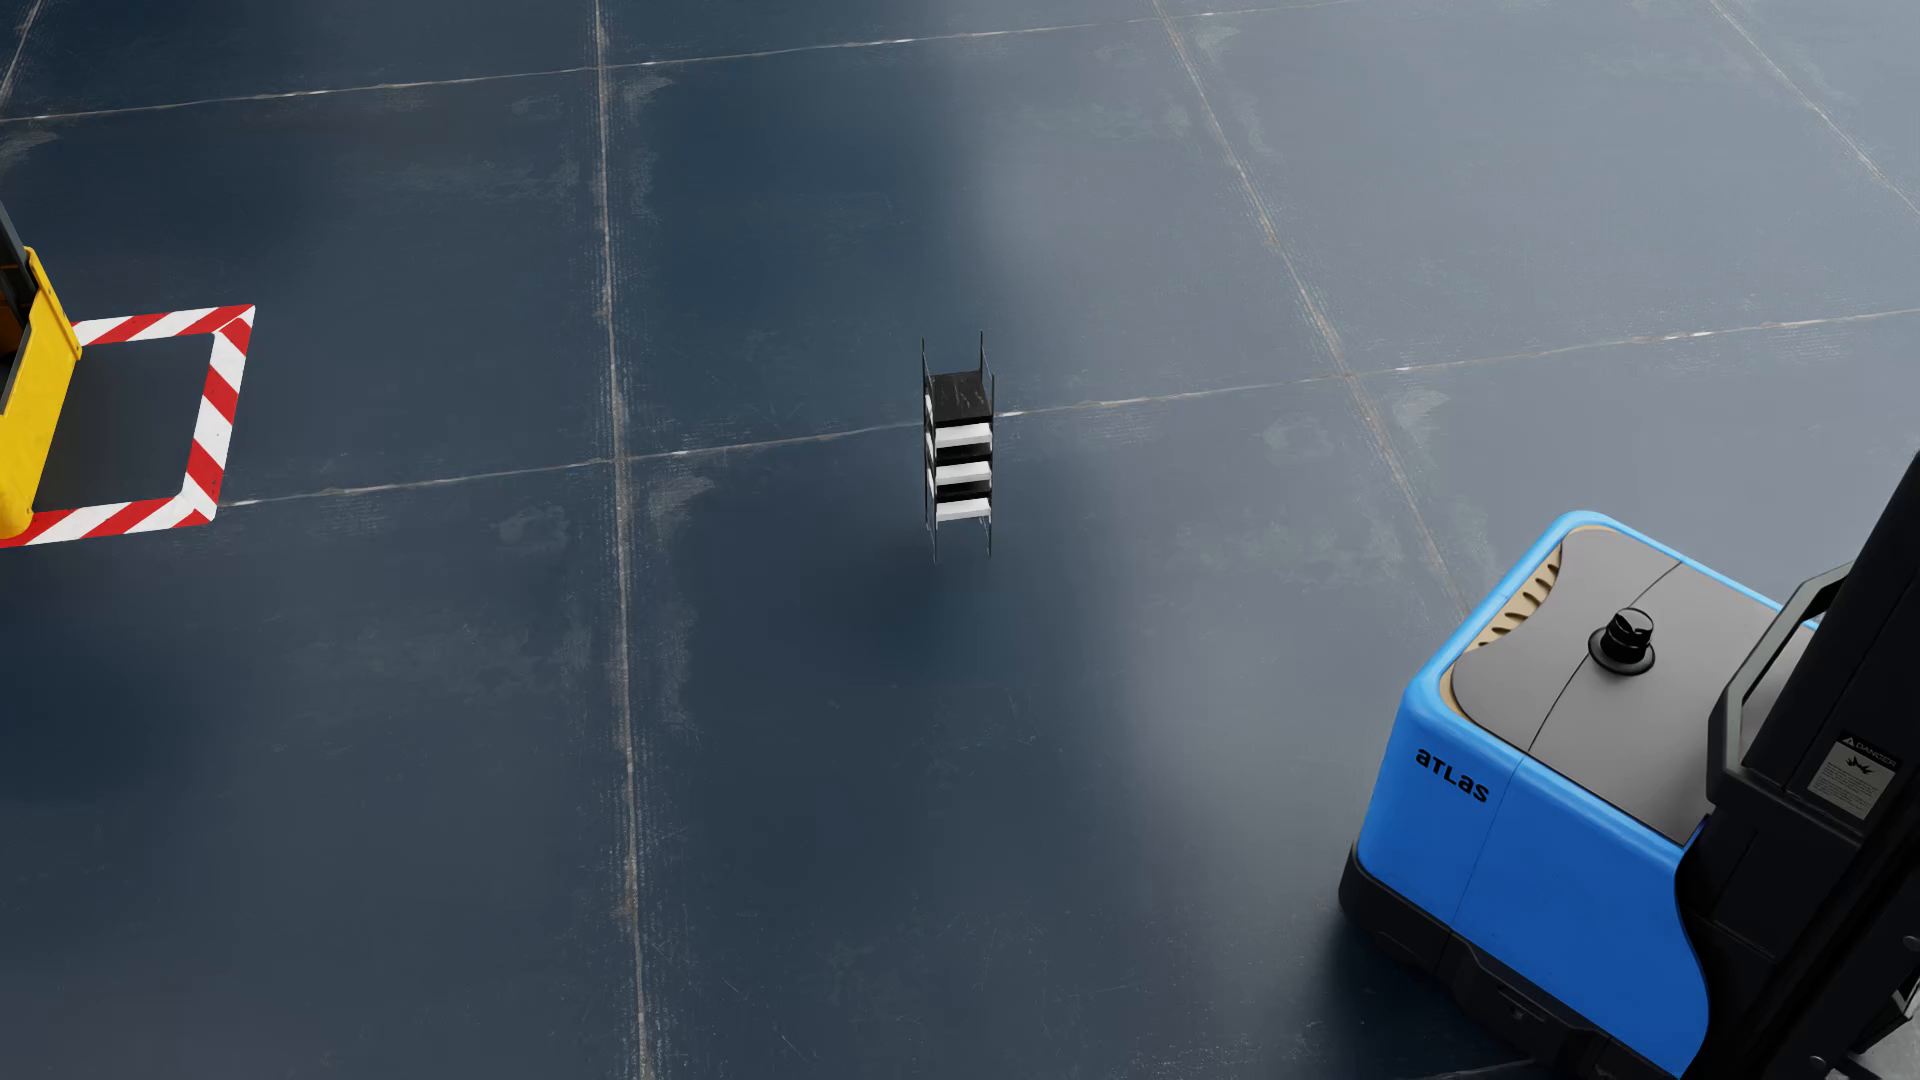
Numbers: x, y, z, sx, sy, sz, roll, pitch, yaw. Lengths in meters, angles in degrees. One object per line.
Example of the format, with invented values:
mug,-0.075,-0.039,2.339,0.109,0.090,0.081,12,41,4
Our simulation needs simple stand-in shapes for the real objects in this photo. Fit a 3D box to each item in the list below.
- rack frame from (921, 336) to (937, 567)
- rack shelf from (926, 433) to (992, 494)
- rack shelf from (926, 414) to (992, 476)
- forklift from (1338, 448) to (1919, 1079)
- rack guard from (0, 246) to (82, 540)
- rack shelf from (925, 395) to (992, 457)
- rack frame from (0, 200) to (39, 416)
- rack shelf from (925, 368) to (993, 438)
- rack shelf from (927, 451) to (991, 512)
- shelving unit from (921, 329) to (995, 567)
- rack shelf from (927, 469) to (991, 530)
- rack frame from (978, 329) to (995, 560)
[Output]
rack frame,-0.108,-0.299,5.913,0.006,0.900,0.240,-7,46,-7
rack shelf,-0.008,-0.288,5.949,0.200,0.077,0.258,-7,46,-7
rack shelf,-0.008,-0.351,5.884,0.200,0.077,0.258,-7,46,-7
forklift,2.595,0.580,3.656,3.031,2.935,1.130,33,54,27
rack guard,-3.786,-0.580,6.462,0.348,0.500,1.175,-7,46,-7
rack shelf,-0.008,-0.413,5.819,0.200,0.077,0.258,-7,46,-7
rack frame,-3.719,-1.490,5.603,0.127,3.000,1.000,-7,46,-7
rack shelf,-0.008,-0.475,5.755,0.200,0.077,0.258,-7,46,-7
rack shelf,-0.008,-0.226,6.014,0.200,0.077,0.258,-7,46,-7
shelving unit,-0.008,-0.311,5.925,0.210,0.900,0.258,-7,46,-7
rack shelf,-0.008,-0.163,6.079,0.200,0.077,0.258,-7,46,-7
rack frame,0.092,-0.324,5.937,0.006,0.900,0.240,-7,46,-7
